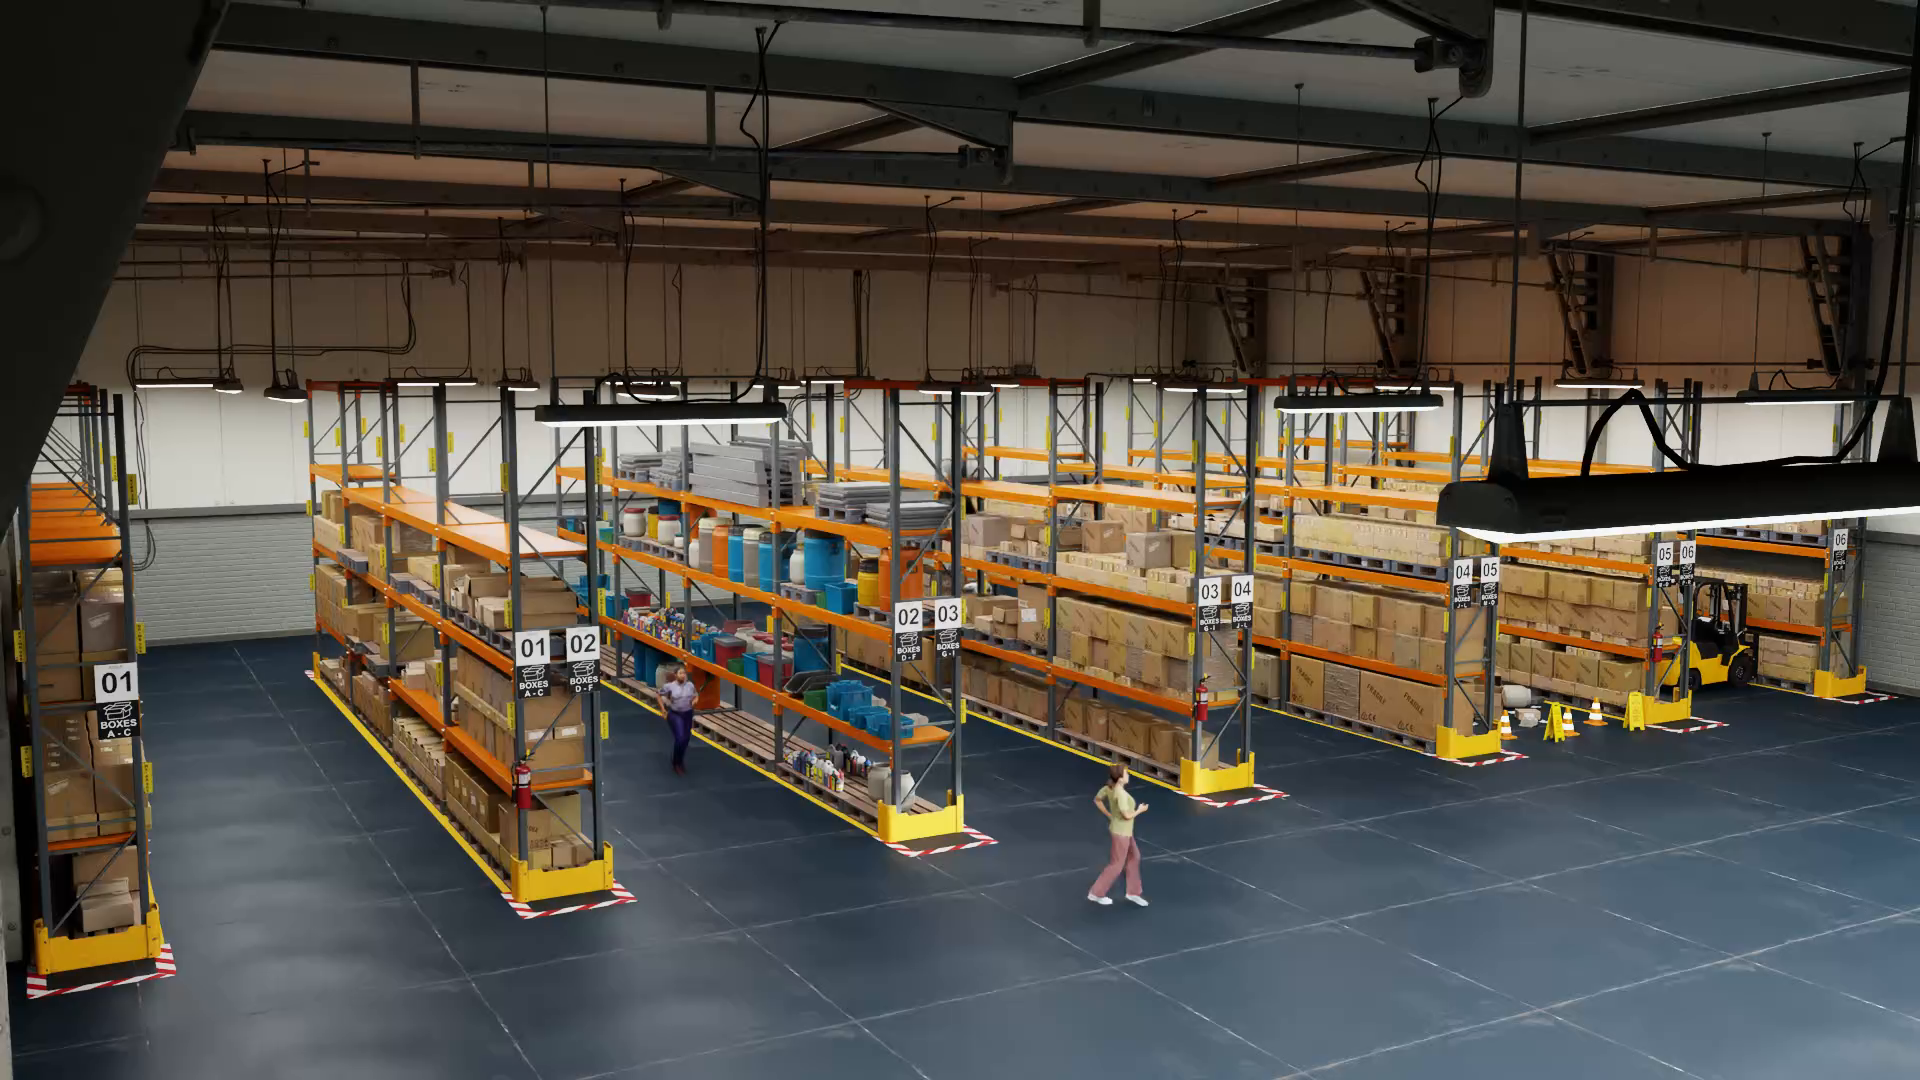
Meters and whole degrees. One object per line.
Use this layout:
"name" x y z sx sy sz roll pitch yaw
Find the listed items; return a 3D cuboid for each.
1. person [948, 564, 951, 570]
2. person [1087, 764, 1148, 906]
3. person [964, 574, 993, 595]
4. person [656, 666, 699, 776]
"person" -0.135 1.079 41.647 0.889 1.633 0.581 -4 7 -36
"person" 1.842 3.443 19.268 0.758 1.716 0.564 -1 6 -9
"person" 0.425 1.529 37.540 0.592 1.587 0.840 -4 8 -36
"person" -4.322 2.792 25.723 0.576 1.697 0.720 -5 8 -38
